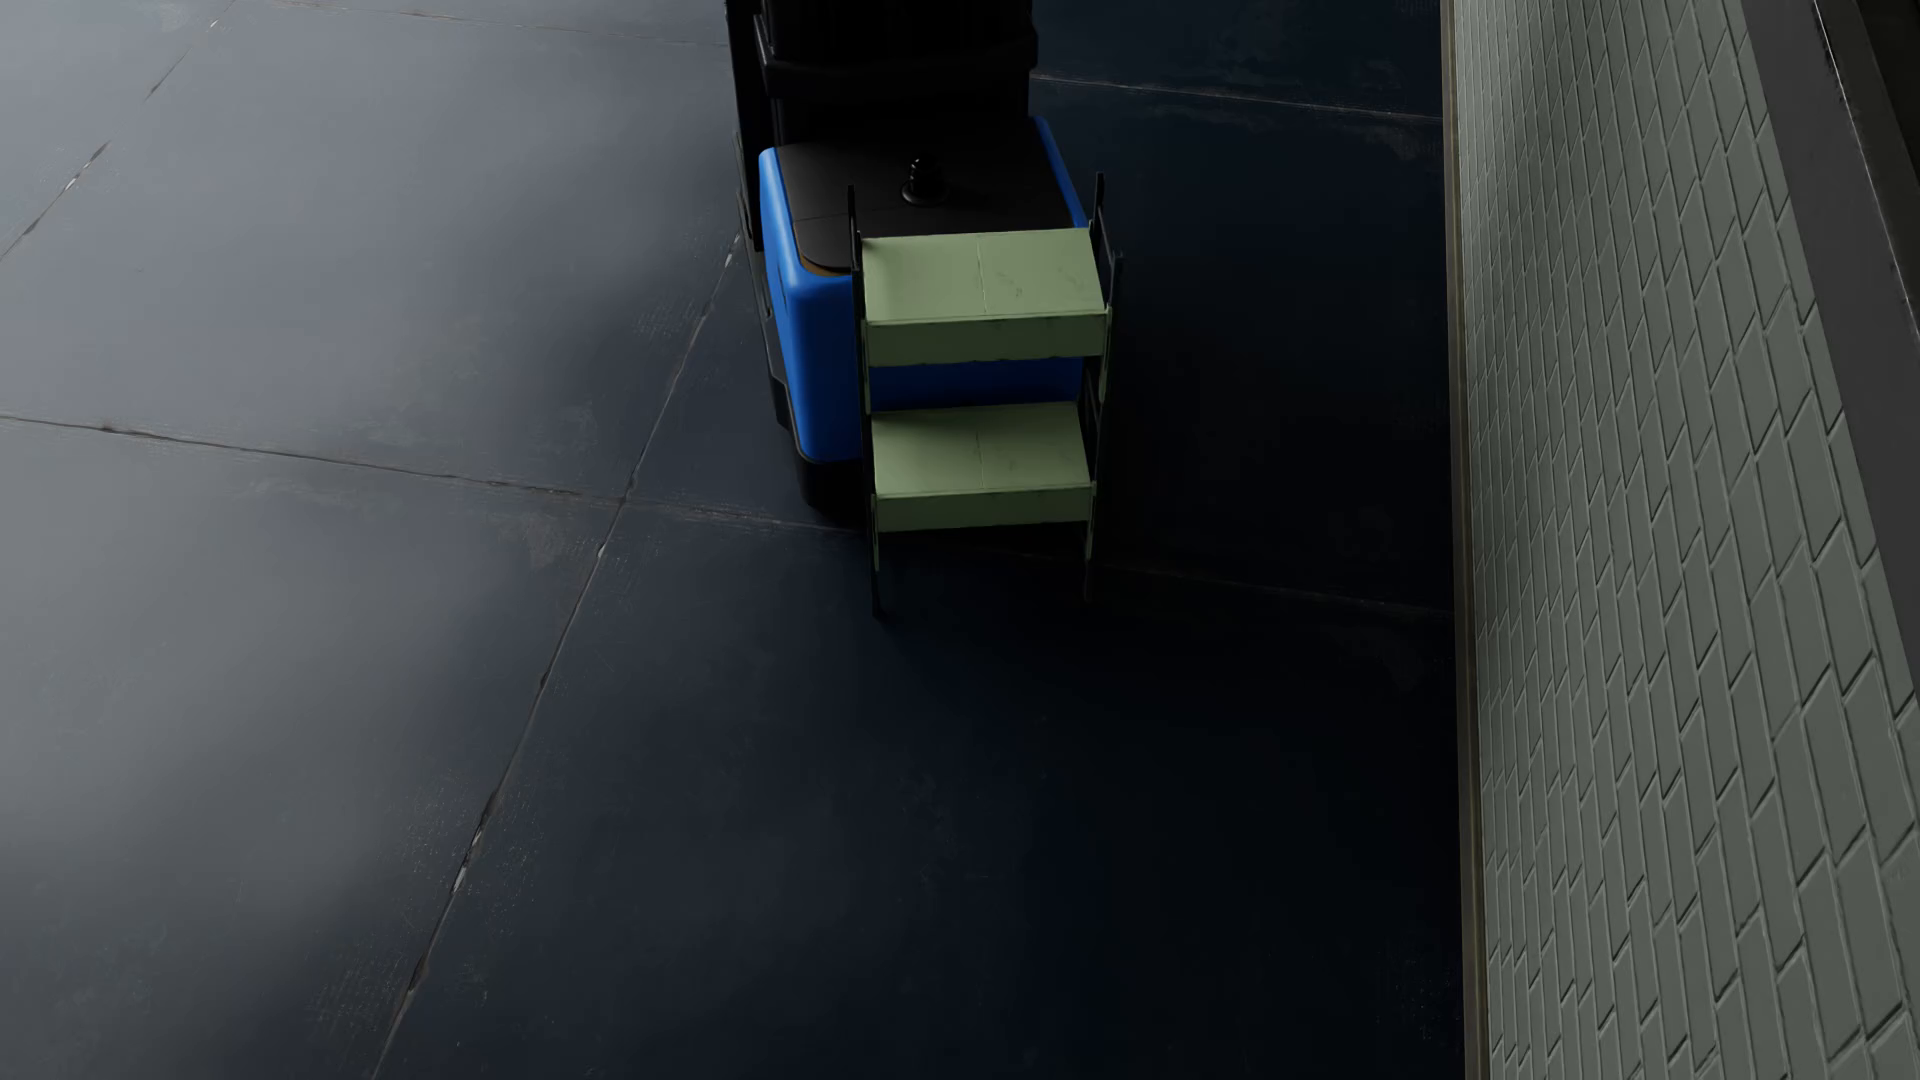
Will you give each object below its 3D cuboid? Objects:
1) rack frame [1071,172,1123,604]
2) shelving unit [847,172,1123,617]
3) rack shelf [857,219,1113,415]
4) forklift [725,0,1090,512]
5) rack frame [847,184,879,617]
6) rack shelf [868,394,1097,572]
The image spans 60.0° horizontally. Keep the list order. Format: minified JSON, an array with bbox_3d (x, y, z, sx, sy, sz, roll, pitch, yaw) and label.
[{"bbox_3d":[0.426,-0.430,5.305,0.023,1.500,0.400,-3,48,-3],"label":"rack frame"},{"bbox_3d":[0.062,-0.409,5.286,0.755,1.500,0.431,-3,48,-3],"label":"shelving unit"},{"bbox_3d":[0.062,-0.670,4.996,0.720,0.370,0.431,-3,48,-3],"label":"rack shelf"},{"bbox_3d":[-0.335,-2.197,5.931,1.130,2.935,3.031,-9,49,-8],"label":"forklift"},{"bbox_3d":[-0.303,-0.388,5.267,0.023,1.500,0.400,-3,48,-3],"label":"rack frame"},{"bbox_3d":[0.062,-0.191,5.529,0.720,0.370,0.431,-3,48,-3],"label":"rack shelf"}]
